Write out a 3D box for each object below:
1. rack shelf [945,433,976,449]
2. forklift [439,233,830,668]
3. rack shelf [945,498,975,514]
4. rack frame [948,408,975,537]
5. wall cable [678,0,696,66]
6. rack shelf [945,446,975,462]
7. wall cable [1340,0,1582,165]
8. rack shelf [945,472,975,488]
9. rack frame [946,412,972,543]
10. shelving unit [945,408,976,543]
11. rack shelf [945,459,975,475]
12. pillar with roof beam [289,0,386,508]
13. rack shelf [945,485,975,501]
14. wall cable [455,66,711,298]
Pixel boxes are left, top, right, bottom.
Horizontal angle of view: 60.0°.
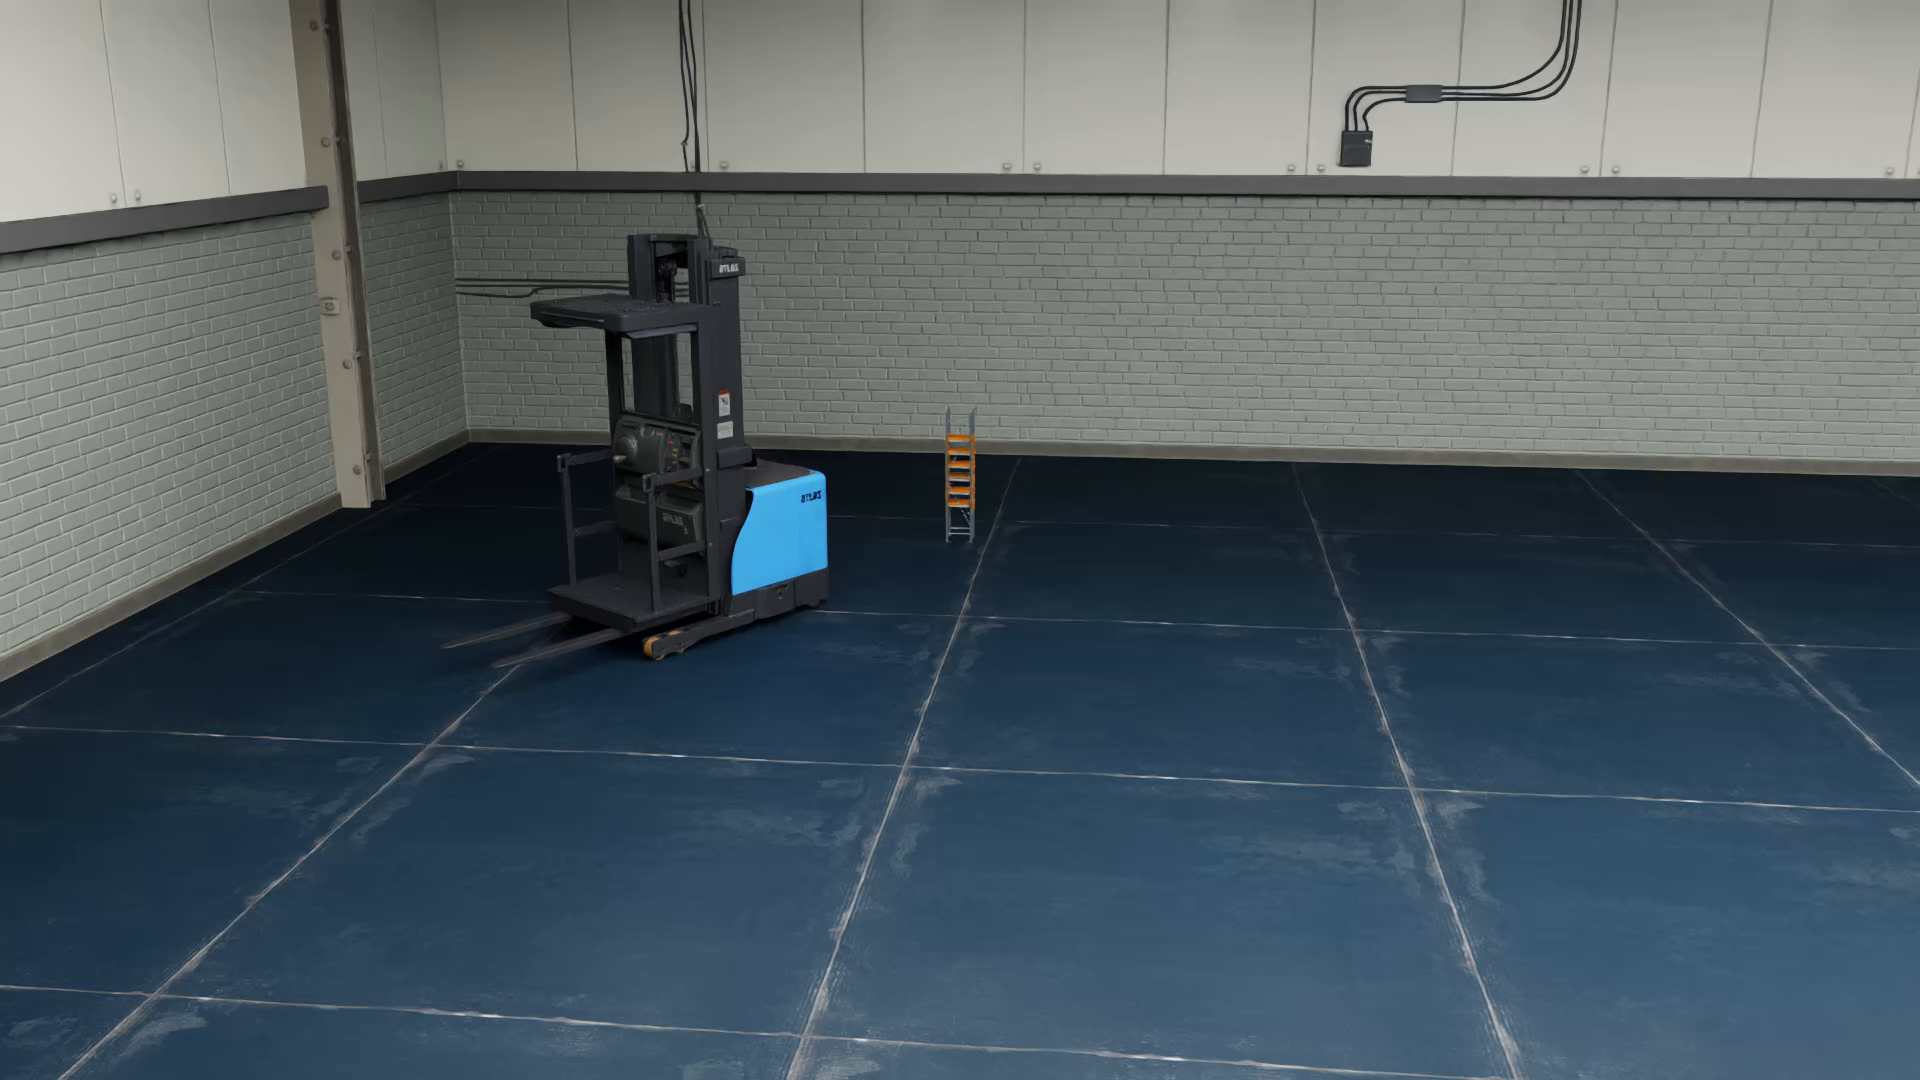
[{"bbox_3d":[0.002,-0.888,14.937,0.258,0.103,0.180,2,15,6],"label":"rack shelf"},{"bbox_3d":[-2.380,-0.699,12.133,1.130,2.935,3.031,13,20,39],"label":"forklift"},{"bbox_3d":[0.002,-0.308,15.094,0.258,0.103,0.180,2,15,6],"label":"rack shelf"},{"bbox_3d":[0.012,-0.607,15.107,0.240,1.200,0.006,2,15,6],"label":"rack frame"},{"bbox_3d":[-1.601,-6.298,17.487,3.097,2.526,0.112,2,15,6],"label":"wall cable"},{"bbox_3d":[0.002,-0.772,14.968,0.258,0.103,0.180,2,15,6],"label":"rack shelf"},{"bbox_3d":[5.142,-6.797,16.542,2.305,6.003,0.169,2,15,6],"label":"wall cable"},{"bbox_3d":[0.002,-0.540,15.031,0.258,0.103,0.180,2,15,6],"label":"rack shelf"},{"bbox_3d":[-0.009,-0.559,14.932,0.240,1.200,0.006,2,15,6],"label":"rack frame"},{"bbox_3d":[0.002,-0.583,15.019,0.258,1.200,0.189,2,15,6],"label":"shelving unit"},{"bbox_3d":[0.002,-0.656,15.000,0.258,0.103,0.180,2,15,6],"label":"rack shelf"},{"bbox_3d":[-1.658,-4.587,14.885,9.100,9.000,0.400,2,15,6],"label":"pillar with roof beam"},{"bbox_3d":[0.002,-0.424,15.062,0.258,0.103,0.180,2,15,6],"label":"rack shelf"},{"bbox_3d":[-4.289,-3.940,18.441,3.097,2.526,0.112,2,15,6],"label":"wall cable"}]
